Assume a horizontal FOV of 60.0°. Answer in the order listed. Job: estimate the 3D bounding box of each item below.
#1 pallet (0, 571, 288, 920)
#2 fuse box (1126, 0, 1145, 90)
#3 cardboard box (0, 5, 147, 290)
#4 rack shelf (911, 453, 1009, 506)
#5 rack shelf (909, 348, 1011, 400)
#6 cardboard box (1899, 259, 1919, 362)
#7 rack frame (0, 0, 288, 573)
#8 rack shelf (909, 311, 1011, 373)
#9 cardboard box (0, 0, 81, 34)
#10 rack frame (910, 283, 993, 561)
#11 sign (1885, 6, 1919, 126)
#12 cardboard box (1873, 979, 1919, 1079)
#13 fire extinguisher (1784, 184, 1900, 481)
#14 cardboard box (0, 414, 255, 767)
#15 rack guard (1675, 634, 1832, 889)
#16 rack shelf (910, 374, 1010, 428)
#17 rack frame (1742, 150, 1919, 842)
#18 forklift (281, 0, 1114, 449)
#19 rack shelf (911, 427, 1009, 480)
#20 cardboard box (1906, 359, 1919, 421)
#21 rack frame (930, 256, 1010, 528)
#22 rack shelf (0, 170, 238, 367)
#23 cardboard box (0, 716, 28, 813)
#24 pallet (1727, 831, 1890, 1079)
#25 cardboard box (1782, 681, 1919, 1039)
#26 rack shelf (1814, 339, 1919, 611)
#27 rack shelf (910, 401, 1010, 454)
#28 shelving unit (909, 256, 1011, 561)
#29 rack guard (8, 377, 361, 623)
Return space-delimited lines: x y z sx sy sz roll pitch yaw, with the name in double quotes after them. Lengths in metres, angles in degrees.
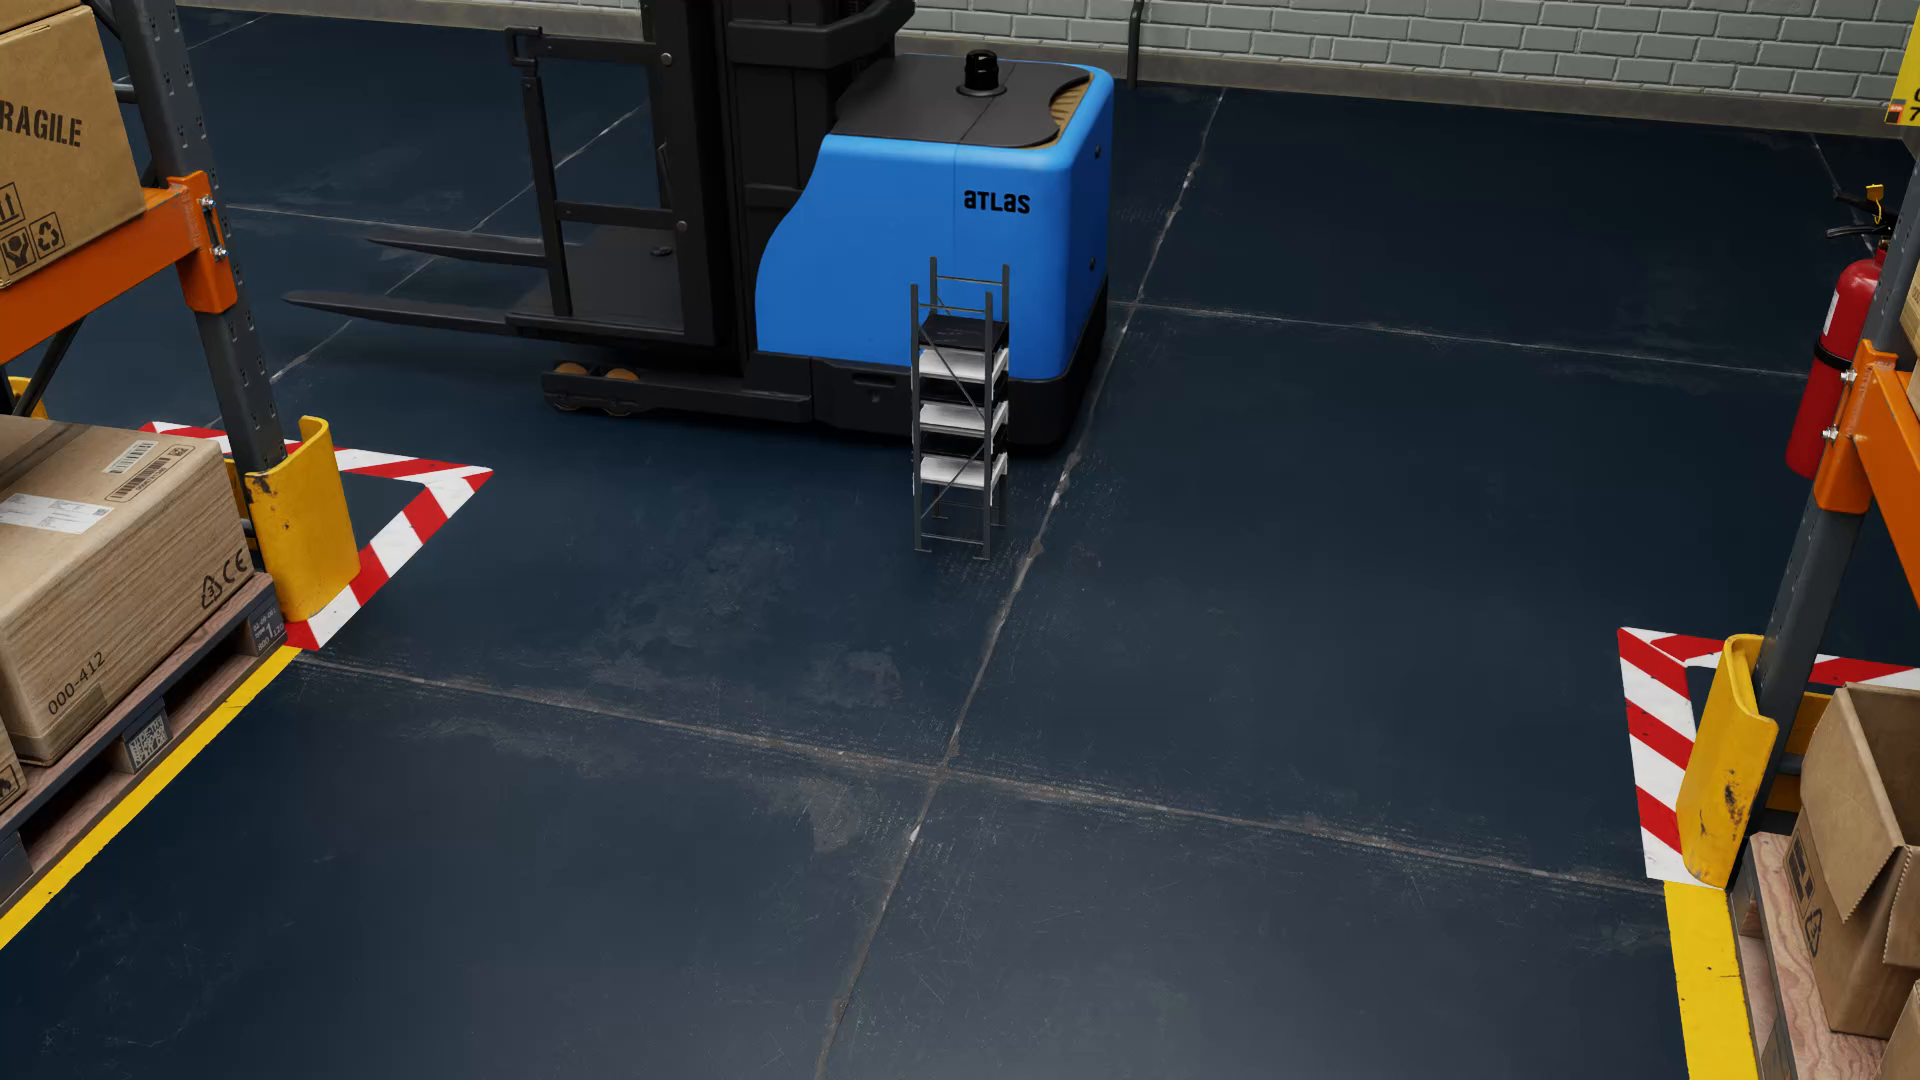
-2.567 0.430 4.377 1.003 0.211 1.213 8 33 12 "pallet"
0.964 -3.196 8.683 0.539 1.711 0.414 8 33 12 "fuse box"
-2.306 -0.928 3.821 0.500 0.500 0.500 8 33 13 "cardboard box"
0.002 -0.204 5.130 0.258 0.077 0.200 8 33 12 "rack shelf"
0.002 -0.508 4.937 0.258 0.077 0.200 8 33 12 "rack shelf"
1.987 -0.362 2.886 0.500 0.250 0.500 8 33 13 "cardboard box"
-2.439 -1.172 4.298 1.000 3.000 0.127 8 33 12 "rack frame"
0.002 -0.584 4.888 0.258 0.077 0.200 8 33 12 "rack shelf"
-2.331 -1.354 3.559 0.500 0.500 0.500 9 34 14 "cardboard box"
-0.024 -0.331 4.932 0.240 0.900 0.006 8 33 12 "rack frame"
1.838 -0.938 3.122 0.100 0.325 0.005 8 33 12 "sign"
1.861 1.122 2.628 0.700 0.500 0.500 9 34 14 "cardboard box"
1.953 -0.448 3.578 0.296 0.674 0.183 8 33 12 "fire extinguisher"
-2.510 0.088 4.313 0.875 0.438 0.875 7 33 11 "cardboard box"
2.344 0.596 3.847 1.175 0.500 0.348 8 33 12 "rack guard"
0.002 -0.432 4.985 0.258 0.077 0.200 8 33 12 "rack shelf"
2.363 -0.498 3.238 1.000 3.000 0.127 8 33 12 "rack frame"
-1.014 -1.945 5.577 3.031 2.935 1.130 7 33 11 "forklift"
0.002 -0.280 5.081 0.258 0.077 0.200 8 33 12 "rack shelf"
2.014 -0.259 3.096 0.380 0.149 0.250 8 33 12 "cardboard box"
0.028 -0.437 5.098 0.240 0.900 0.006 8 33 12 "rack frame"
-2.947 0.169 2.859 1.077 0.370 4.000 8 33 12 "rack shelf"
-2.734 0.564 3.564 0.875 0.438 0.875 9 34 14 "cardboard box"
2.142 1.132 3.273 1.003 0.211 1.213 8 33 12 "pallet"
2.116 0.682 3.316 0.797 0.503 0.637 7 33 10 "cardboard box"
1.855 0.843 1.799 1.077 0.370 4.000 8 33 12 "rack shelf"
0.002 -0.356 5.033 0.258 0.077 0.200 8 33 12 "rack shelf"
0.002 -0.384 5.015 0.258 0.900 0.210 8 33 12 "shelving unit"
-2.433 -0.130 4.988 1.175 0.500 0.348 8 33 12 "rack guard"
